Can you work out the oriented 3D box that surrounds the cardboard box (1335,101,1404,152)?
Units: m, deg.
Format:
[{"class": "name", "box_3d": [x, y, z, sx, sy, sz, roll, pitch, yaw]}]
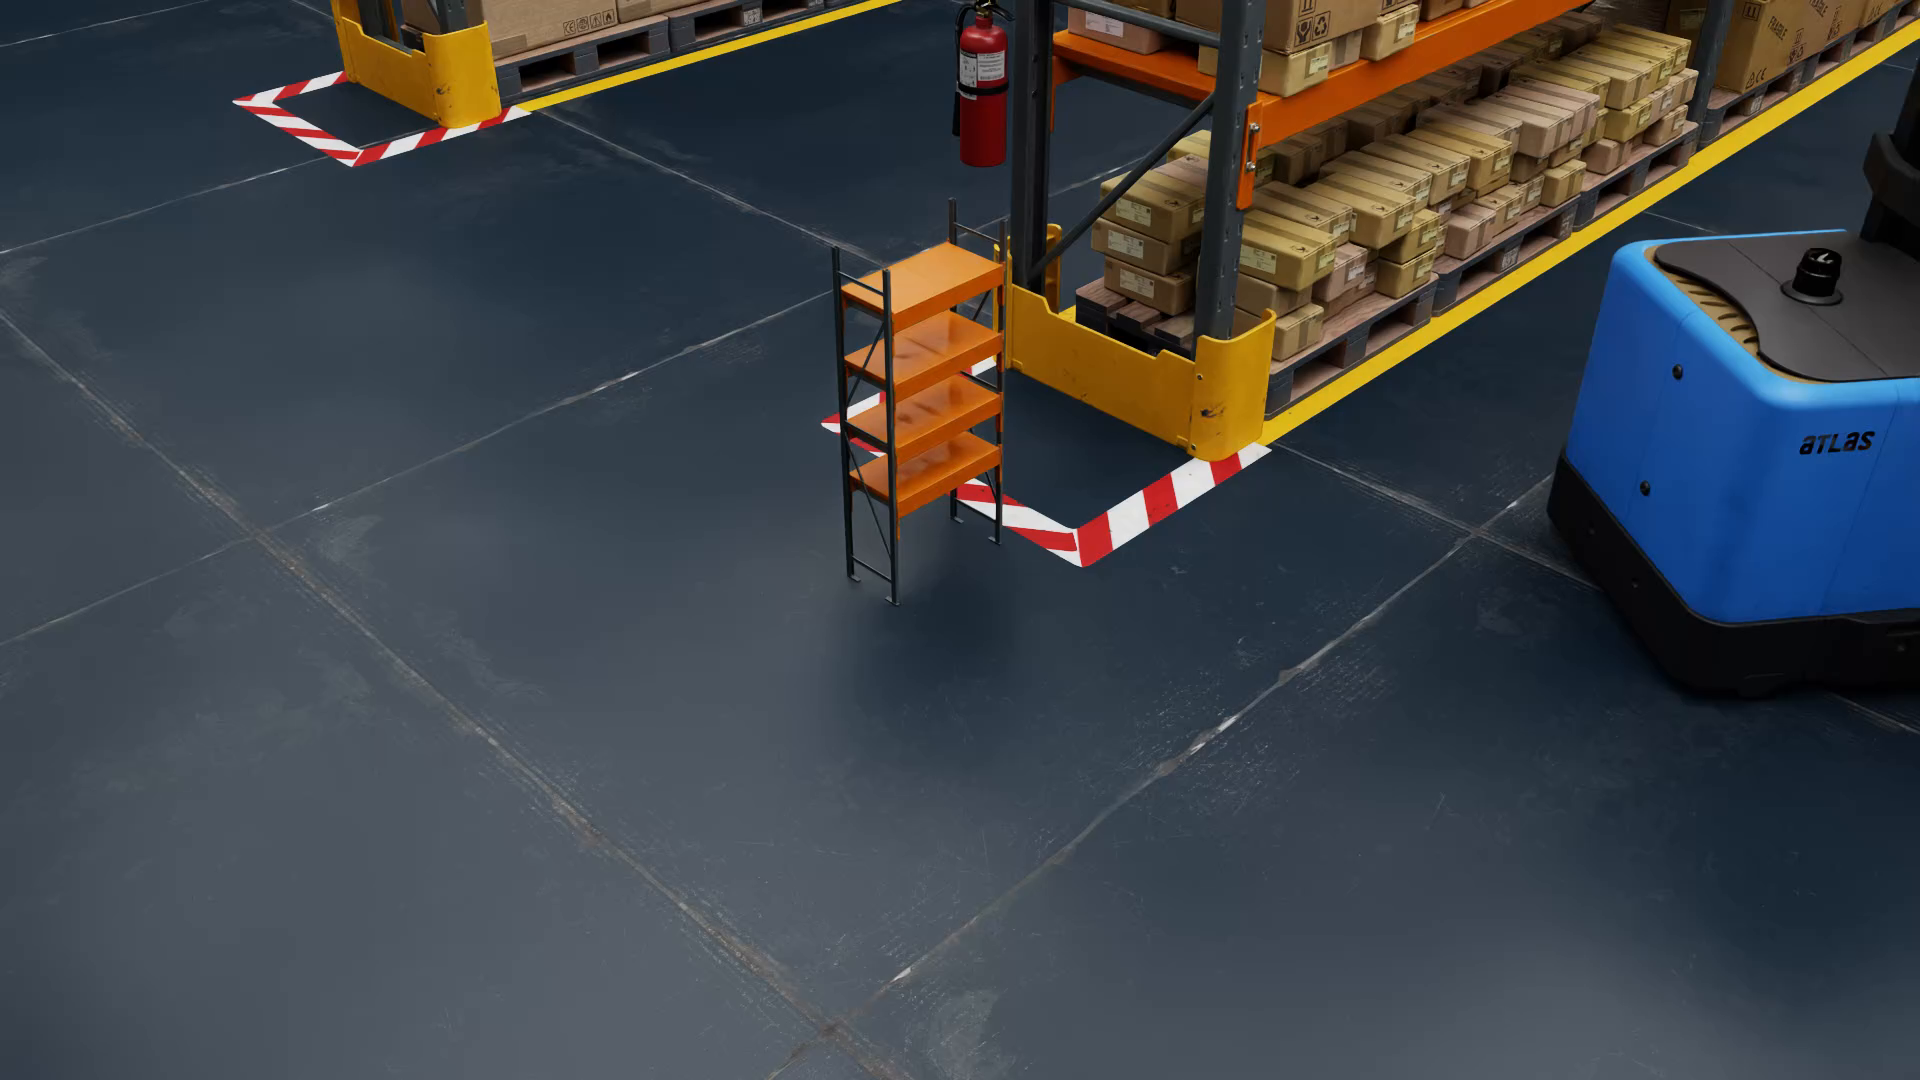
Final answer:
[{"class": "cardboard box", "box_3d": [1.734, -1.850, 7.386, 0.380, 0.149, 0.250, 28, 44, 34]}]

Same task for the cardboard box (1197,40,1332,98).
[{"class": "cardboard box", "box_3d": [1.050, -1.674, 5.748, 0.380, 0.149, 0.250, 29, 44, 35]}]

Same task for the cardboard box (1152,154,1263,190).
[{"class": "cardboard box", "box_3d": [1.000, -1.420, 6.769, 0.250, 0.149, 0.380, -29, 44, -35]}]

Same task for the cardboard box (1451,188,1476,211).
[{"class": "cardboard box", "box_3d": [2.022, -1.568, 7.242, 0.250, 0.149, 0.380, -27, 43, -33]}]

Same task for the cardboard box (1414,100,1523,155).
[{"class": "cardboard box", "box_3d": [2.222, -1.783, 7.290, 0.380, 0.149, 0.250, 30, 45, 35]}]

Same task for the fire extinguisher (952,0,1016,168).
[{"class": "fire extinguisher", "box_3d": [0.084, -1.677, 5.926, 0.296, 0.674, 0.183, 30, 45, 35]}]

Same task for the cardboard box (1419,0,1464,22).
[{"class": "cardboard box", "box_3d": [1.721, -2.142, 6.419, 0.380, 0.149, 0.250, 29, 44, 35]}]

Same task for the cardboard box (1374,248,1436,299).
[{"class": "cardboard box", "box_3d": [1.740, -1.167, 6.926, 0.250, 0.149, 0.380, -29, 44, -35]}]

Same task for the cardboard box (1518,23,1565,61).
[{"class": "cardboard box", "box_3d": [2.782, -2.504, 8.323, 0.250, 0.149, 0.380, -28, 43, -34]}]

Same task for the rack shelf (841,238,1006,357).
[{"class": "rack shelf", "box_3d": [-0.117, -0.747, 5.086, 0.258, 0.148, 0.480, 30, 45, 35]}]

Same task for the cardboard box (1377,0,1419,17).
[{"class": "cardboard box", "box_3d": [1.461, -2.239, 5.991, 0.500, 0.500, 0.500, 30, 45, 35]}]

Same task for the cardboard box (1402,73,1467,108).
[{"class": "cardboard box", "box_3d": [2.100, -2.052, 7.675, 0.380, 0.149, 0.250, 28, 43, 34]}]

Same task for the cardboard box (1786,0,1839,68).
[{"class": "cardboard box", "box_3d": [4.488, -2.957, 9.186, 0.500, 0.500, 0.500, -28, 43, -34]}]

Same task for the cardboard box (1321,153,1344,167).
[{"class": "cardboard box", "box_3d": [1.479, -1.659, 7.371, 0.250, 0.149, 0.380, -29, 44, -35]}]

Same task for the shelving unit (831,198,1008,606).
[{"class": "shelving unit", "box_3d": [-0.117, -0.425, 5.310, 0.258, 1.200, 0.503, 30, 45, 35]}]

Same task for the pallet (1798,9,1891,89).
[{"class": "pallet", "box_3d": [4.815, -3.072, 9.970, 1.003, 0.211, 1.213, 30, 45, 35]}]

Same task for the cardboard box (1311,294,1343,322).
[{"class": "cardboard box", "box_3d": [1.312, -1.003, 6.692, 0.380, 0.149, 0.250, 29, 44, 35]}]

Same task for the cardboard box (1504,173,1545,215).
[{"class": "cardboard box", "box_3d": [2.412, -1.609, 7.560, 0.250, 0.149, 0.380, -29, 44, -35]}]

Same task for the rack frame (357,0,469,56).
[{"class": "rack frame", "box_3d": [-2.995, -3.732, 8.478, 1.000, 3.000, 0.127, 30, 45, 35]}]

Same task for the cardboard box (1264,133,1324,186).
[{"class": "cardboard box", "box_3d": [1.320, -1.656, 7.108, 0.380, 0.149, 0.250, 28, 43, 34]}]

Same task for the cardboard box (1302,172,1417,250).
[{"class": "cardboard box", "box_3d": [1.577, -1.311, 6.613, 0.380, 0.149, 0.250, 29, 44, 35]}]

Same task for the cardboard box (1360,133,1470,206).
[{"class": "cardboard box", "box_3d": [1.895, -1.554, 6.961, 0.250, 0.149, 0.380, -28, 44, -34]}]

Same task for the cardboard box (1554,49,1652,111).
[{"class": "cardboard box", "box_3d": [3.019, -2.175, 7.852, 0.380, 0.149, 0.250, 29, 44, 35]}]

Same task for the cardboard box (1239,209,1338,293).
[{"class": "cardboard box", "box_3d": [1.199, -1.100, 6.310, 0.380, 0.149, 0.250, 27, 43, 33]}]

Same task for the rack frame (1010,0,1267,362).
[{"class": "rack frame", "box_3d": [0.589, -1.778, 5.677, 1.000, 3.000, 0.127, 30, 45, 35]}]

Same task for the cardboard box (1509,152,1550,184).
[{"class": "cardboard box", "box_3d": [2.438, -1.765, 7.524, 0.380, 0.149, 0.250, 27, 43, 33]}]

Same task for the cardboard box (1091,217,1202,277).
[{"class": "cardboard box", "box_3d": [0.759, -1.232, 6.759, 0.380, 0.149, 0.250, 28, 44, 34]}]

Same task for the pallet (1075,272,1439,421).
[{"class": "pallet", "box_3d": [1.240, -0.980, 6.971, 1.003, 0.211, 1.213, 30, 45, 35]}]

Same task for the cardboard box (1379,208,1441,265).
[{"class": "cardboard box", "box_3d": [1.741, -1.296, 6.851, 0.250, 0.149, 0.380, -28, 44, -34]}]

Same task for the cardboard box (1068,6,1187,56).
[{"class": "cardboard box", "box_3d": [0.618, -1.921, 6.102, 0.380, 0.149, 0.250, 30, 45, 35]}]

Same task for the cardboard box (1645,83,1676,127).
[{"class": "cardboard box", "box_3d": [3.229, -2.155, 8.083, 0.380, 0.149, 0.250, 27, 43, 33]}]

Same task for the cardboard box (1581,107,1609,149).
[{"class": "cardboard box", "box_3d": [2.807, -1.977, 7.828, 0.250, 0.149, 0.380, -29, 44, -35]}]

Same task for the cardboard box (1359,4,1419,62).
[{"class": "cardboard box", "box_3d": [1.427, -1.882, 6.045, 0.380, 0.149, 0.250, 28, 44, 34]}]

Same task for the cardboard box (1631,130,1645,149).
[{"class": "cardboard box", "box_3d": [3.130, -2.036, 8.172, 0.250, 0.149, 0.380, -29, 44, -34]}]

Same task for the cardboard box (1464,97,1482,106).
[{"class": "cardboard box", "box_3d": [2.262, -2.045, 7.925, 0.250, 0.149, 0.380, -28, 43, -34]}]

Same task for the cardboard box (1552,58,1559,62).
[{"class": "cardboard box", "box_3d": [2.810, -2.369, 8.390, 0.250, 0.149, 0.380, -30, 45, -35]}]

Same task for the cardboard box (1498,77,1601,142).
[{"class": "cardboard box", "box_3d": [2.656, -1.954, 7.535, 0.380, 0.149, 0.250, 27, 43, 33]}]

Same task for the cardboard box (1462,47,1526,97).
[{"class": "cardboard box", "box_3d": [2.471, -2.266, 7.983, 0.380, 0.149, 0.250, 28, 44, 34]}]

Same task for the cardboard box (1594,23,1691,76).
[{"class": "cardboard box", "box_3d": [3.341, -2.399, 8.173, 0.250, 0.149, 0.380, -29, 44, -34]}]

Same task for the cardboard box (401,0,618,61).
[{"class": "cardboard box", "box_3d": [-2.601, -3.161, 9.533, 0.875, 0.438, 0.875, 28, 44, 34]}]

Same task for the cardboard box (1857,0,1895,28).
[{"class": "cardboard box", "box_3d": [5.218, -3.369, 9.777, 0.500, 0.500, 0.500, 27, 43, 33]}]

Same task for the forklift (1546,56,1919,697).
[{"class": "forklift", "box_3d": [3.589, -1.102, 4.768, 3.031, 2.935, 1.130, -4, 35, -6]}]

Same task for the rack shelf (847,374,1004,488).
[{"class": "rack shelf", "box_3d": [-0.117, -0.370, 5.349, 0.258, 0.148, 0.480, 30, 45, 35]}]

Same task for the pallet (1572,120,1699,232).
[{"class": "pallet", "box_3d": [2.959, -1.971, 8.391, 1.003, 0.211, 1.213, 30, 45, 35]}]

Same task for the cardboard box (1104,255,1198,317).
[{"class": "cardboard box", "box_3d": [0.812, -1.078, 6.799, 0.250, 0.149, 0.380, -29, 44, -35]}]

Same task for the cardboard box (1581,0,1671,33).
[{"class": "cardboard box", "box_3d": [3.750, -2.950, 9.176, 0.500, 0.500, 0.500, 29, 44, 35]}]

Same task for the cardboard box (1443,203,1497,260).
[{"class": "cardboard box", "box_3d": [2.089, -1.375, 7.224, 0.380, 0.149, 0.250, 27, 43, 33]}]

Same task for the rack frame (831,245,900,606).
[{"class": "rack frame", "box_3d": [-0.289, -0.326, 5.168, 0.240, 1.200, 0.015, 30, 45, 35]}]

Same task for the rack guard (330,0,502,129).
[{"class": "rack guard", "box_3d": [-3.012, -2.697, 9.180, 1.175, 0.500, 0.348, 30, 45, 35]}]

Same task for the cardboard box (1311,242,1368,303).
[{"class": "cardboard box", "box_3d": [1.374, -1.100, 6.570, 0.380, 0.149, 0.250, 29, 44, 35]}]

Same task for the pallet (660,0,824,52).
[{"class": "pallet", "box_3d": [-1.627, -3.437, 10.493, 1.003, 0.211, 1.213, 30, 45, 35]}]

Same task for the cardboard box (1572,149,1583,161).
[{"class": "cardboard box", "box_3d": [2.718, -1.845, 7.898, 0.380, 0.149, 0.250, 28, 44, 34]}]
